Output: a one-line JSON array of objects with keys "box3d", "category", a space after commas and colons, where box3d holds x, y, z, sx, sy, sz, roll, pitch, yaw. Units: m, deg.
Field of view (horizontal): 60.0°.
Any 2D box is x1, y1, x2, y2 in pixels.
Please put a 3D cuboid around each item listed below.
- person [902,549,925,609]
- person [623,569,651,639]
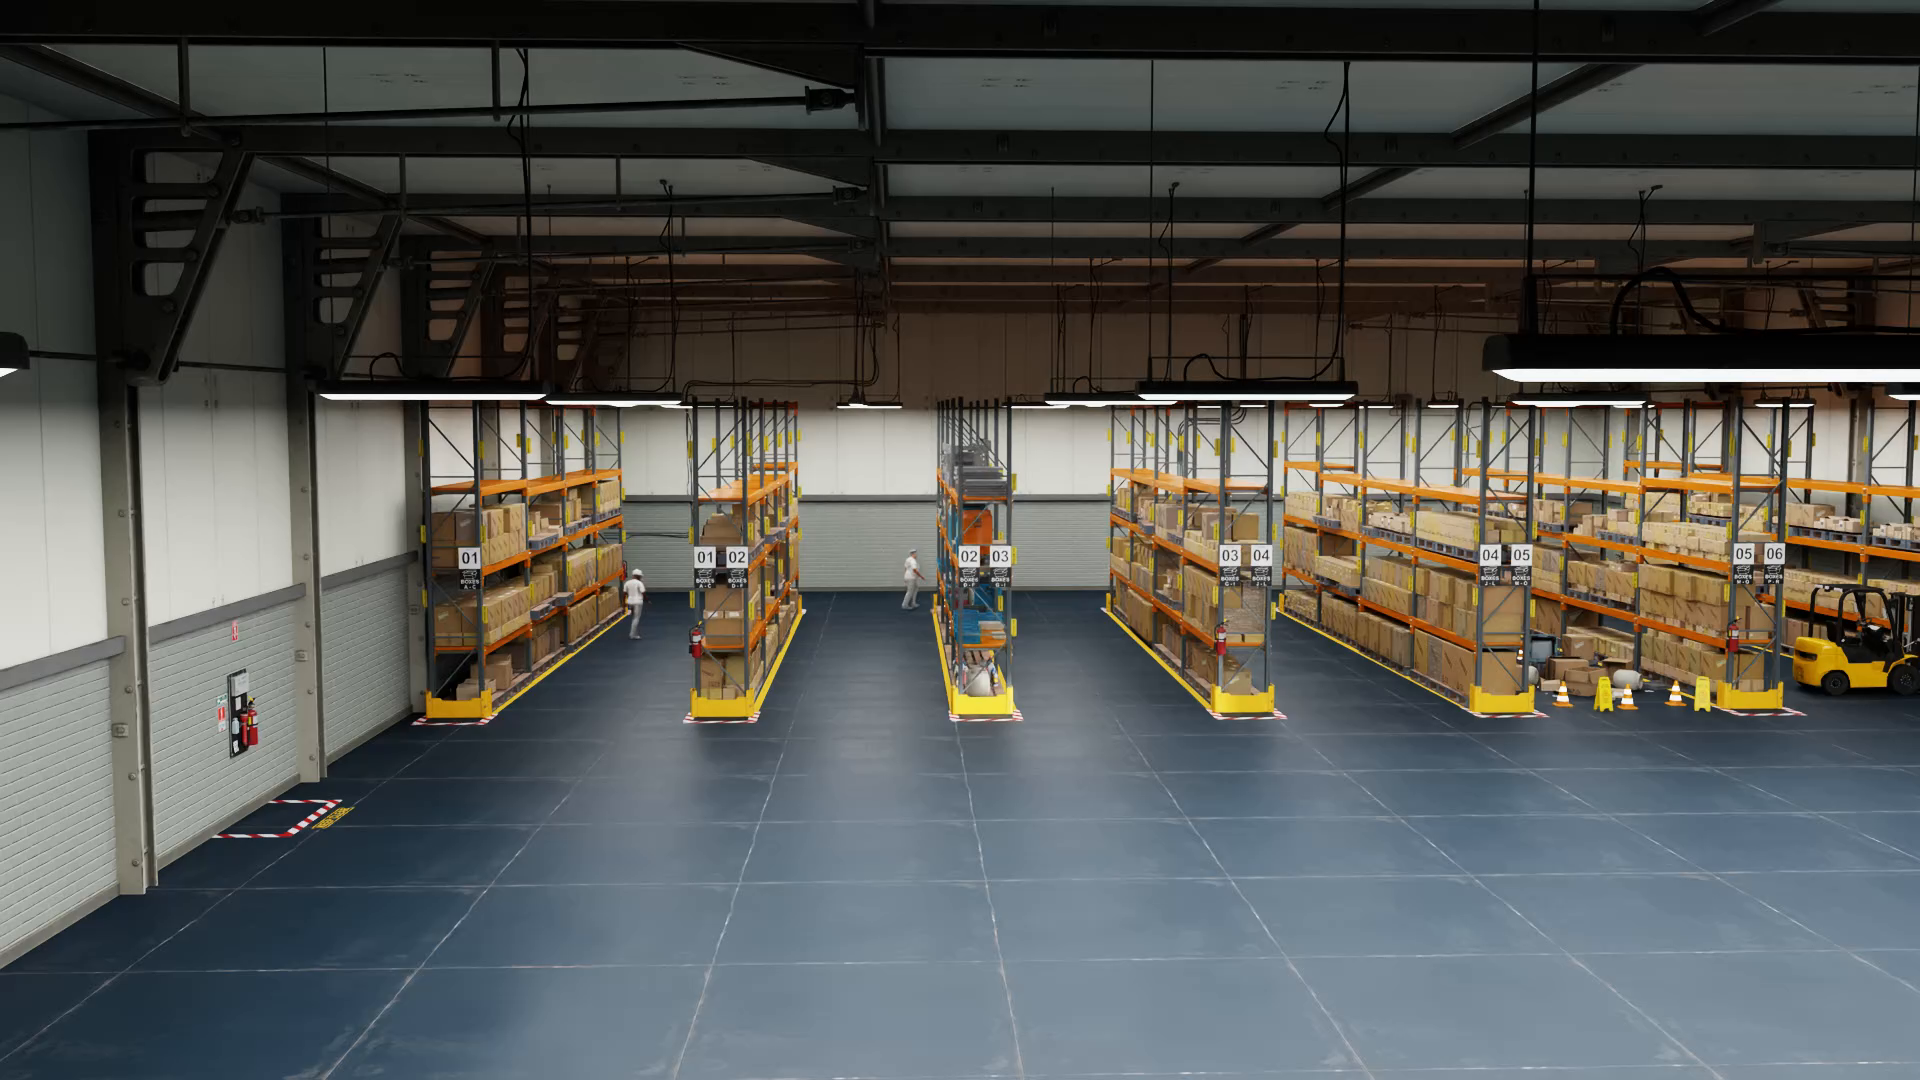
[{"box3d": [-1.405, 1.127, 48.238, 0.713, 1.730, 0.623, -2, 5, -20], "category": "person"}, {"box3d": [-8.199, 1.612, 42.027, 0.676, 1.732, 0.753, 3, 5, 30], "category": "person"}]
